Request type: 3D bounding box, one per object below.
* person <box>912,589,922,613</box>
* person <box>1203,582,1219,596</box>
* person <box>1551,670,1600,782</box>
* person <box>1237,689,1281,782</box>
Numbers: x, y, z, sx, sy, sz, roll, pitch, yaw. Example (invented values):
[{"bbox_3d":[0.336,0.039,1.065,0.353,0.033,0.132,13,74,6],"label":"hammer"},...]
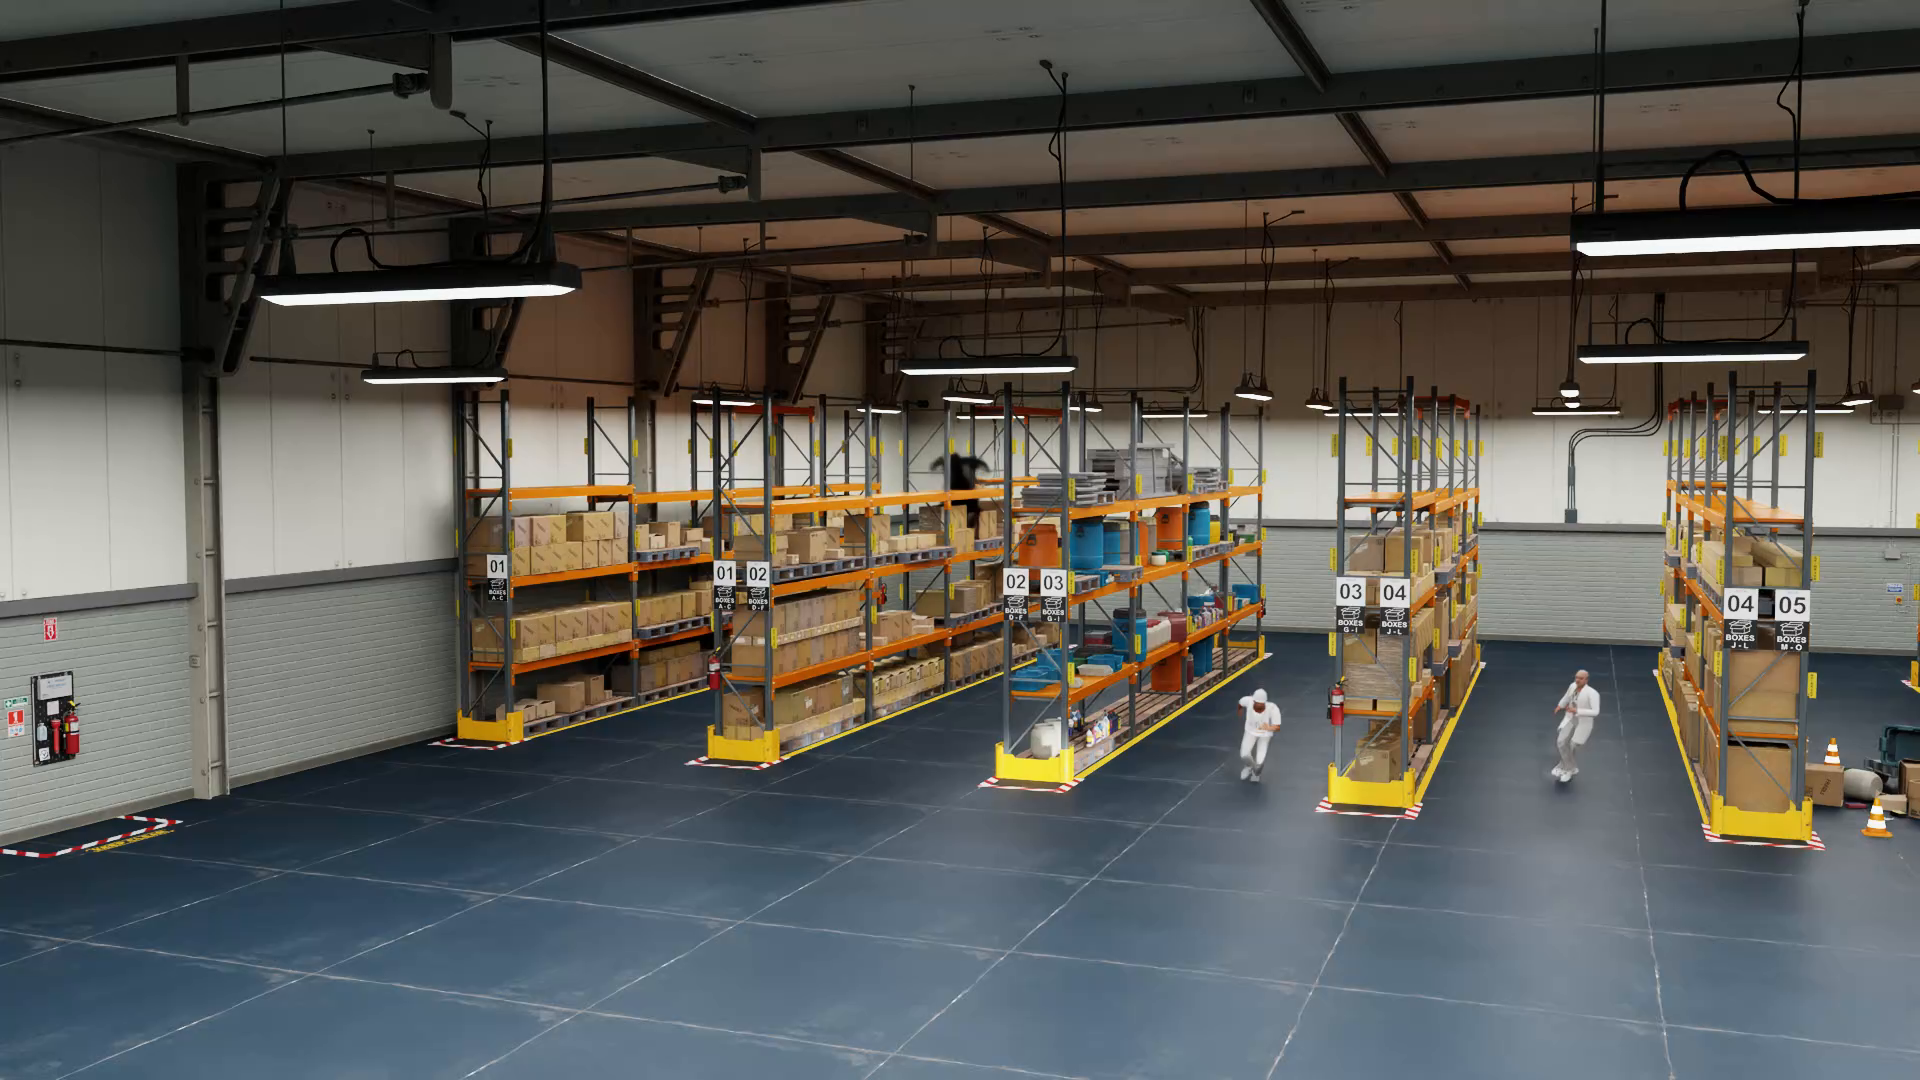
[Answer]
[{"bbox_3d":[-0.886,1.960,40.315,0.515,1.558,0.913,1,3,13],"label":"person"},{"bbox_3d":[6.580,1.839,44.059,0.585,1.487,0.820,-3,4,-39],"label":"person"},{"bbox_3d":[9.238,2.766,24.963,0.829,1.679,0.772,3,4,41],"label":"person"},{"bbox_3d":[4.403,2.895,24.649,0.730,1.471,0.928,1,3,20],"label":"person"}]
